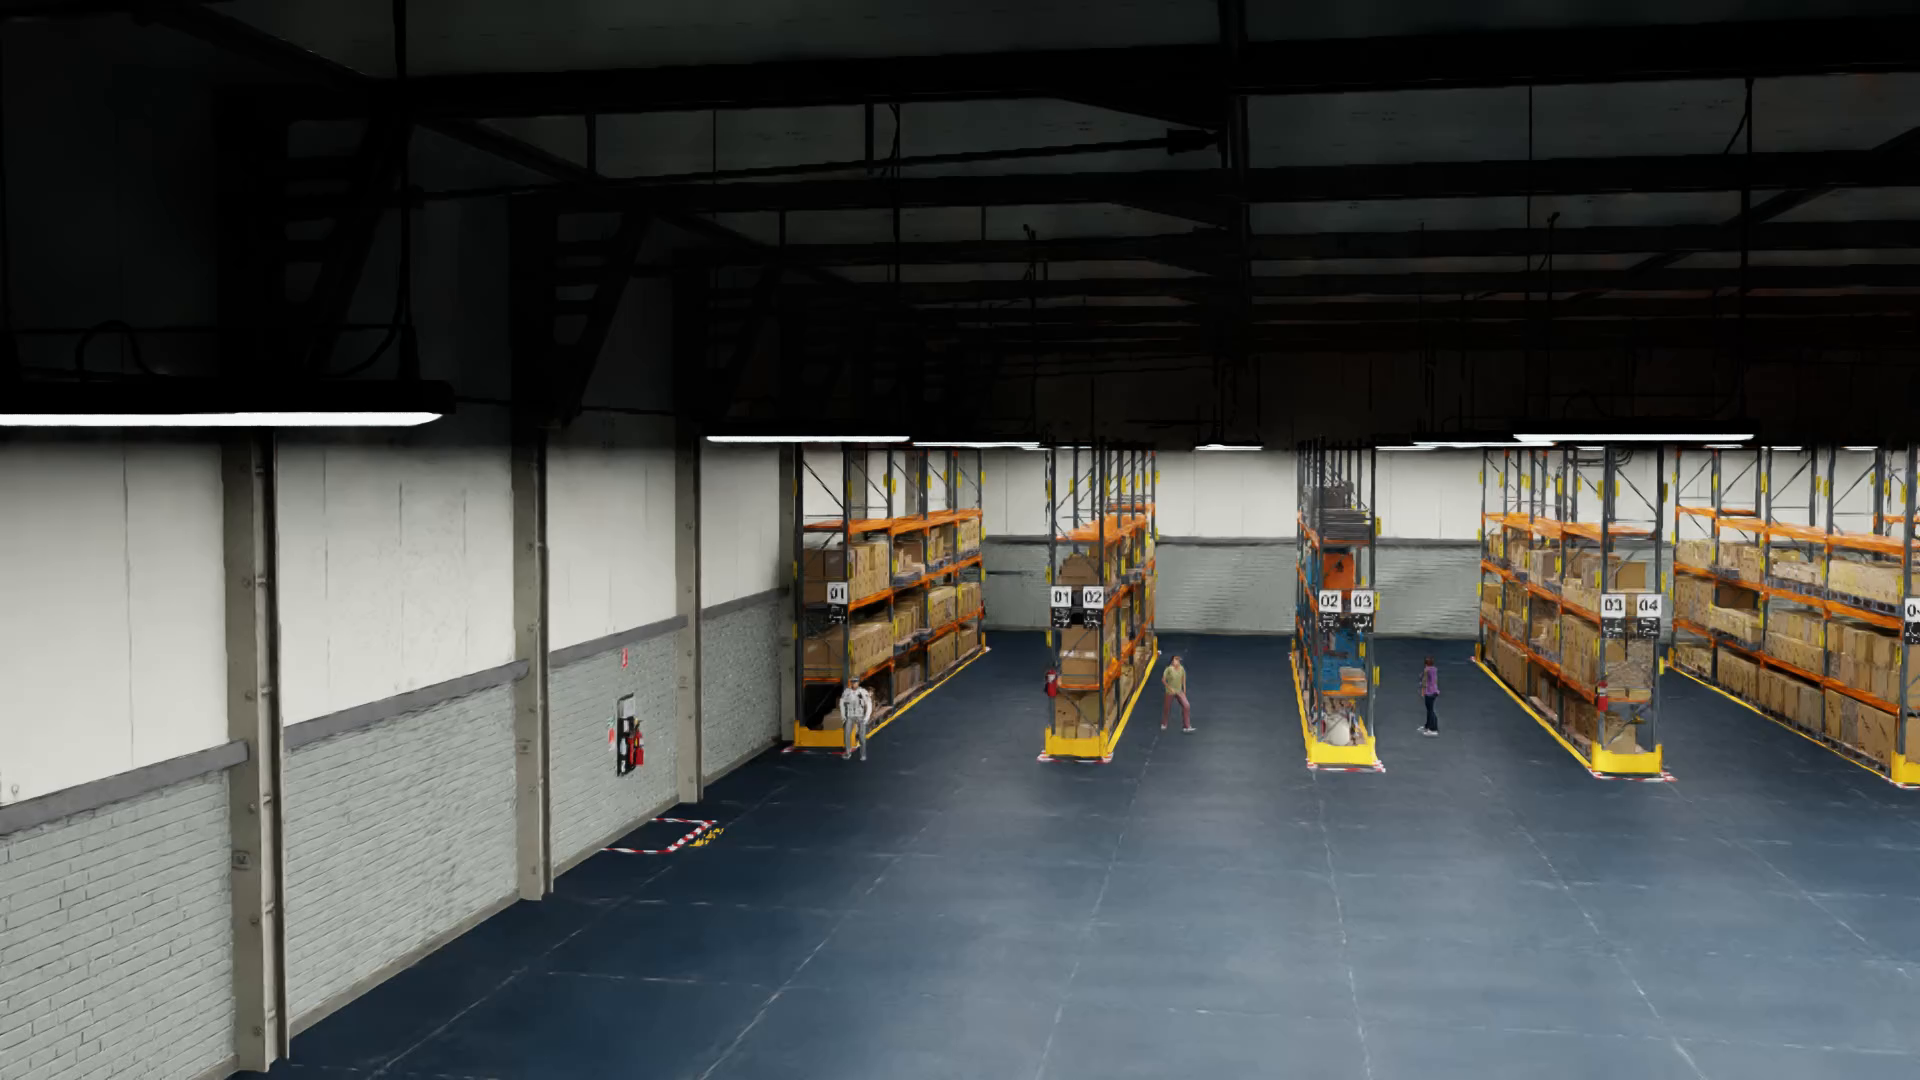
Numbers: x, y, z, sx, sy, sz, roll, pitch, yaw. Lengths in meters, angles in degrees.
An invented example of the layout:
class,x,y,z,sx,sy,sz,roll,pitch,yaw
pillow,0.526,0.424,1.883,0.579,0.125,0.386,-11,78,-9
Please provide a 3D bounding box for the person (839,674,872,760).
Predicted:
class,x,y,z,sx,sy,sz,roll,pitch,yaw
person,-1.936,3.279,30.880,0.639,1.632,0.512,0,3,9

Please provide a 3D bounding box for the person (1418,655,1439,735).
class,x,y,z,sx,sy,sz,roll,pitch,yaw
person,9.507,3.125,33.751,0.527,1.592,0.522,3,4,42

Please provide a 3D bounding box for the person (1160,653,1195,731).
class,x,y,z,sx,sy,sz,roll,pitch,yaw
person,4.415,3.106,34.082,0.625,1.607,0.802,0,3,-9

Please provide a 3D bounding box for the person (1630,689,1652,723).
class,x,y,z,sx,sy,sz,roll,pitch,yaw
person,14.331,2.980,35.117,0.439,1.763,0.610,-1,3,-18
